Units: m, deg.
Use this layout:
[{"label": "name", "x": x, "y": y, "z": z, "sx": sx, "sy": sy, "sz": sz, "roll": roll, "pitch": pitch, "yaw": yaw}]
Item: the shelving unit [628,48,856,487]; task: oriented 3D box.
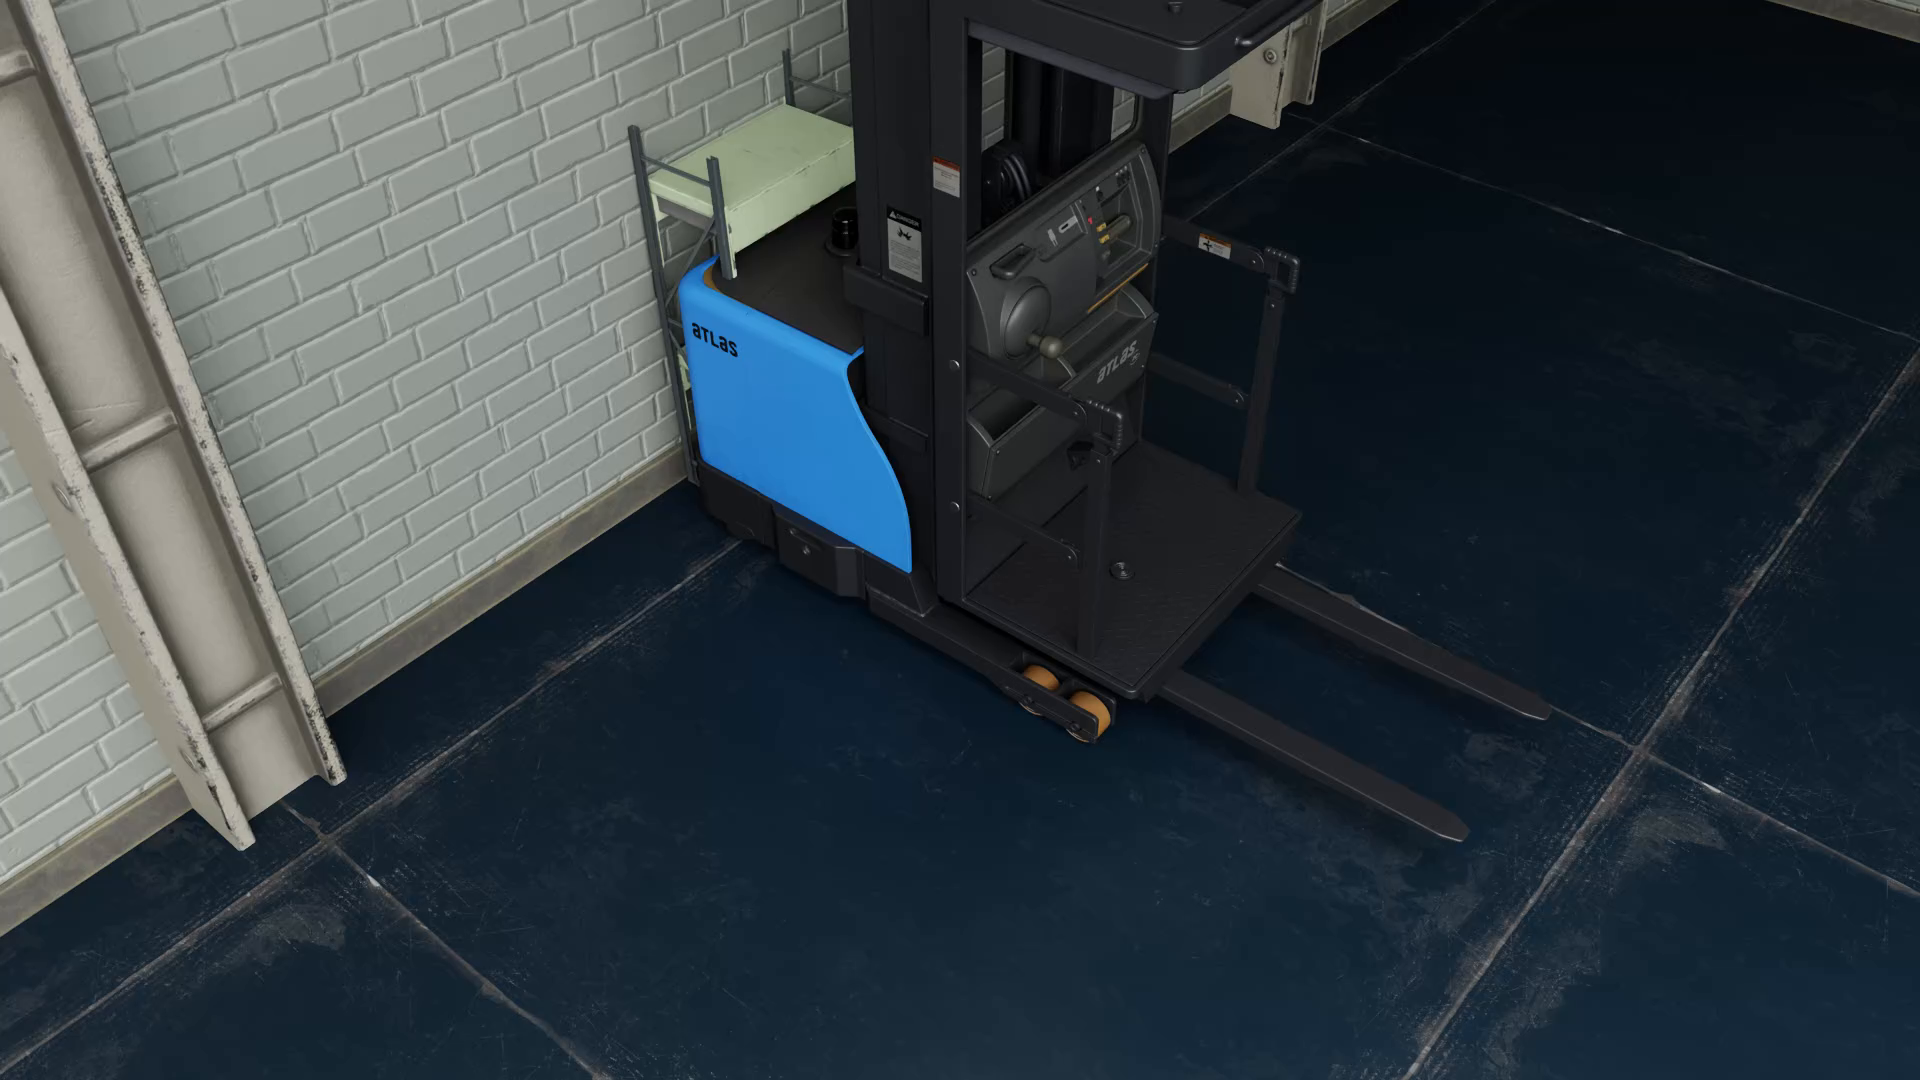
[{"label": "shelving unit", "x": -0.690, "y": -0.919, "z": 6.118, "sx": 0.431, "sy": 1.500, "sz": 0.755, "roll": 26, "pitch": 48, "yaw": 29}]

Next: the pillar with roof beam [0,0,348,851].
[{"label": "pillar with roof beam", "x": 1.063, "y": -0.662, "z": 0.290, "sx": 9.100, "sy": 9.000, "sz": 0.400, "roll": 29, "pitch": 50, "yaw": 28}]

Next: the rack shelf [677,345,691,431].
[{"label": "rack shelf", "x": -0.681, "y": -0.672, "z": 6.331, "sx": 0.431, "sy": 0.370, "sz": 0.720, "roll": 26, "pitch": 48, "yaw": 29}]

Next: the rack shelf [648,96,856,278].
[{"label": "rack shelf", "x": -0.701, "y": -1.214, "z": 5.863, "sx": 0.431, "sy": 0.370, "sz": 0.720, "roll": 26, "pitch": 48, "yaw": 29}]

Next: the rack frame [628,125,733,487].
[{"label": "rack frame", "x": -0.917, "y": -0.727, "z": 5.905, "sx": 0.400, "sy": 1.500, "sz": 0.023, "roll": 26, "pitch": 48, "yaw": 29}]

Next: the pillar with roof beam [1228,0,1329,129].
[{"label": "pillar with roof beam", "x": 4.925, "y": -3.752, "z": 3.687, "sx": 9.100, "sy": 9.000, "sz": 0.400, "roll": 29, "pitch": 50, "yaw": 28}]

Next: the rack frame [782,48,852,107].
[{"label": "rack frame", "x": -0.463, "y": -1.111, "z": 6.332, "sx": 0.400, "sy": 1.500, "sz": 0.023, "roll": 26, "pitch": 48, "yaw": 29}]

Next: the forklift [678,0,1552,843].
[{"label": "forklift", "x": 0.498, "y": -0.824, "z": 4.978, "sx": 3.031, "sy": 2.935, "sz": 1.130, "roll": 28, "pitch": 49, "yaw": 27}]
